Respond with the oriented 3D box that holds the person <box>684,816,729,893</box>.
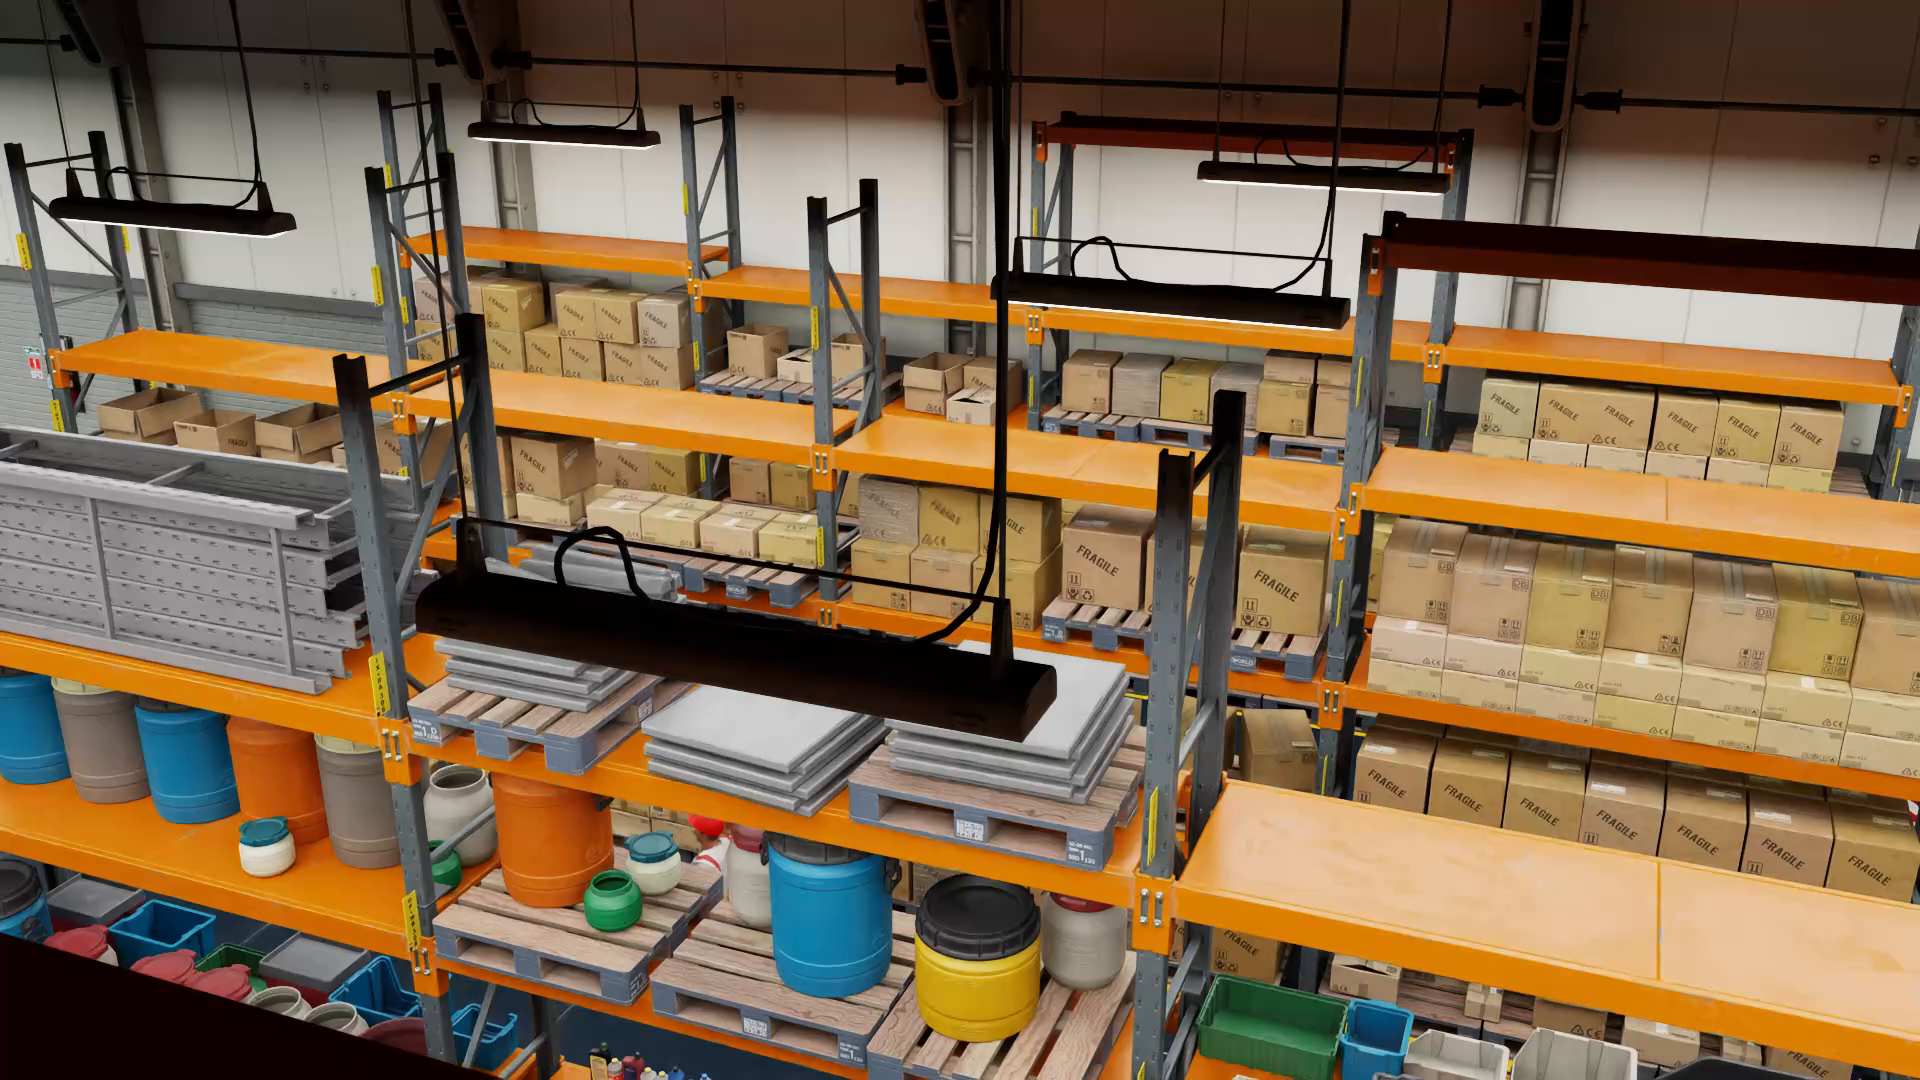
[{"bbox_3d":[-1.845,2.797,12.589,0.589,1.773,0.767,-7,22,-18],"label":"person"}]
